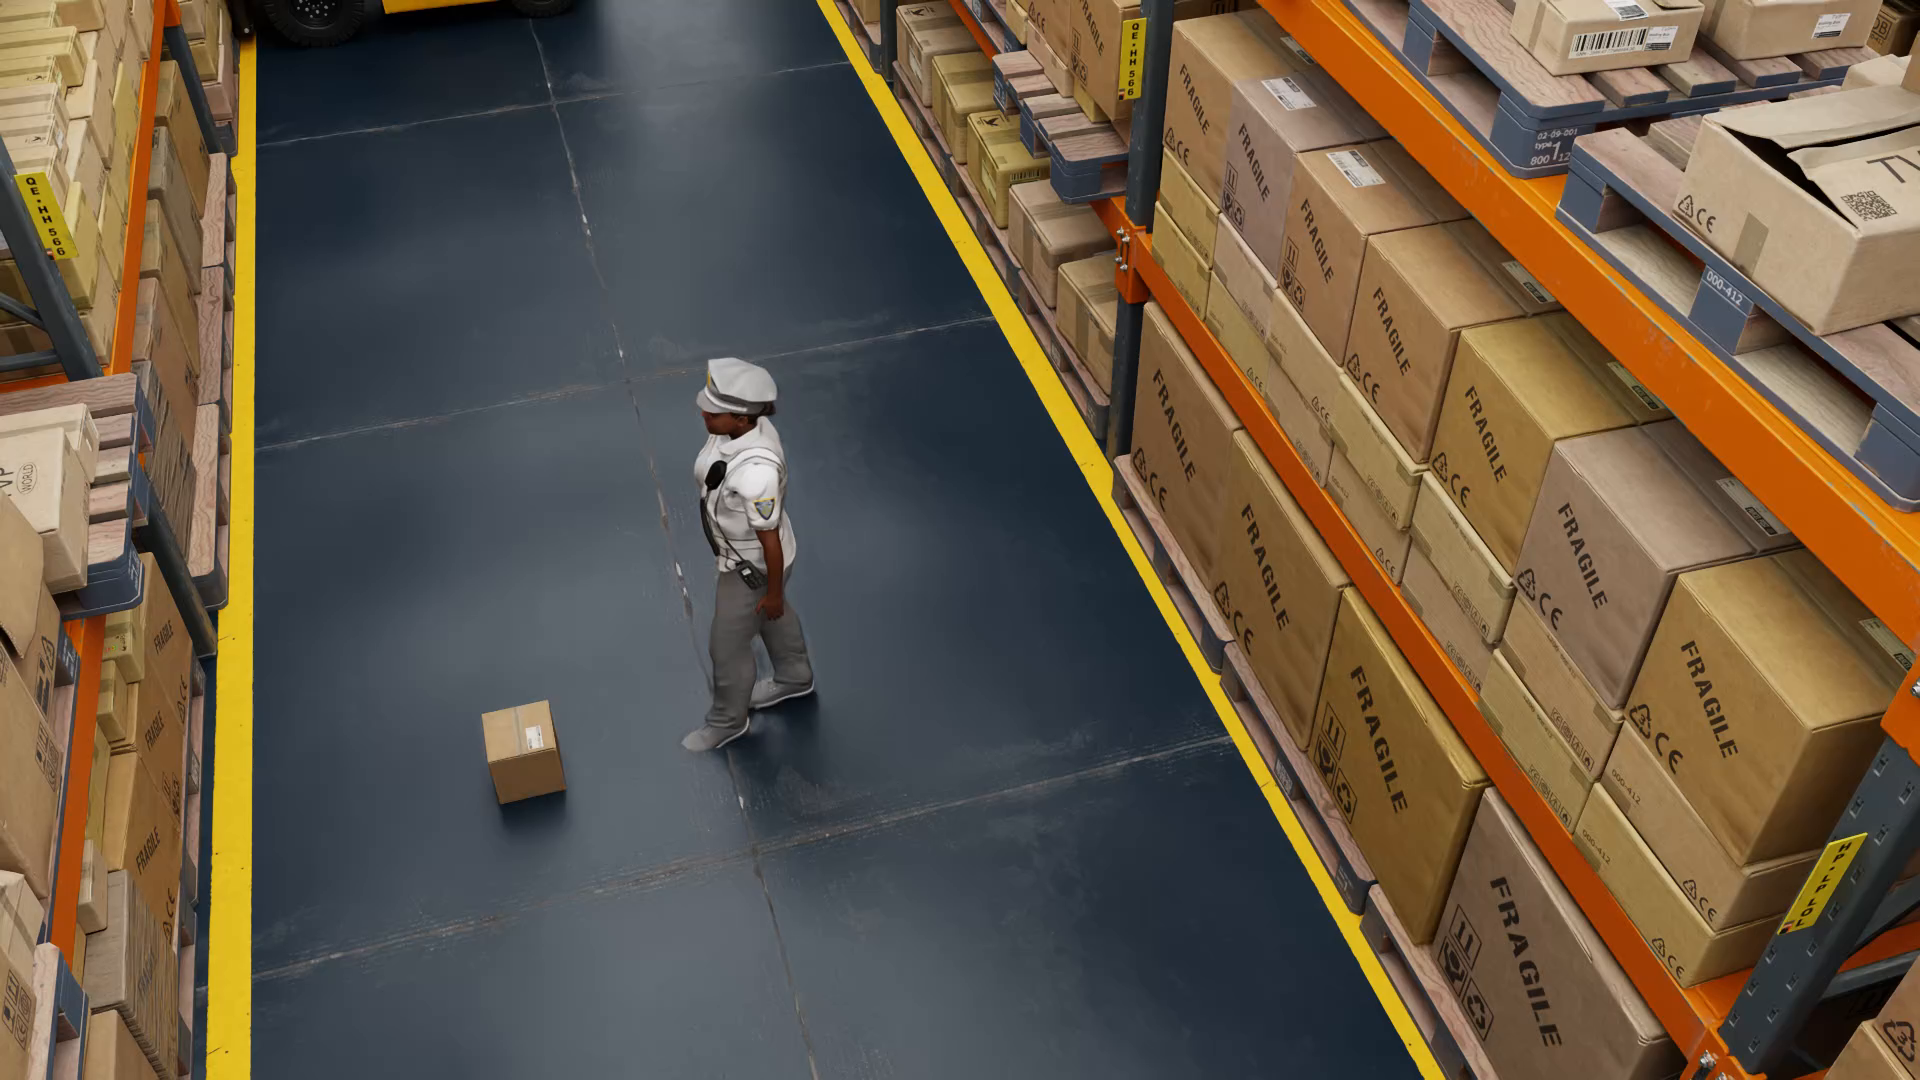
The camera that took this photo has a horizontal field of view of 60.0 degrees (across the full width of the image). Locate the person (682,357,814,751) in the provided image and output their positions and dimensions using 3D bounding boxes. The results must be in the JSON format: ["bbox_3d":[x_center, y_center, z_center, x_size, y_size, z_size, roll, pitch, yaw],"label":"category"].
[{"bbox_3d":[-0.847,0.081,6.080,0.560,1.741,0.462,-8,43,-9],"label":"person"}]
